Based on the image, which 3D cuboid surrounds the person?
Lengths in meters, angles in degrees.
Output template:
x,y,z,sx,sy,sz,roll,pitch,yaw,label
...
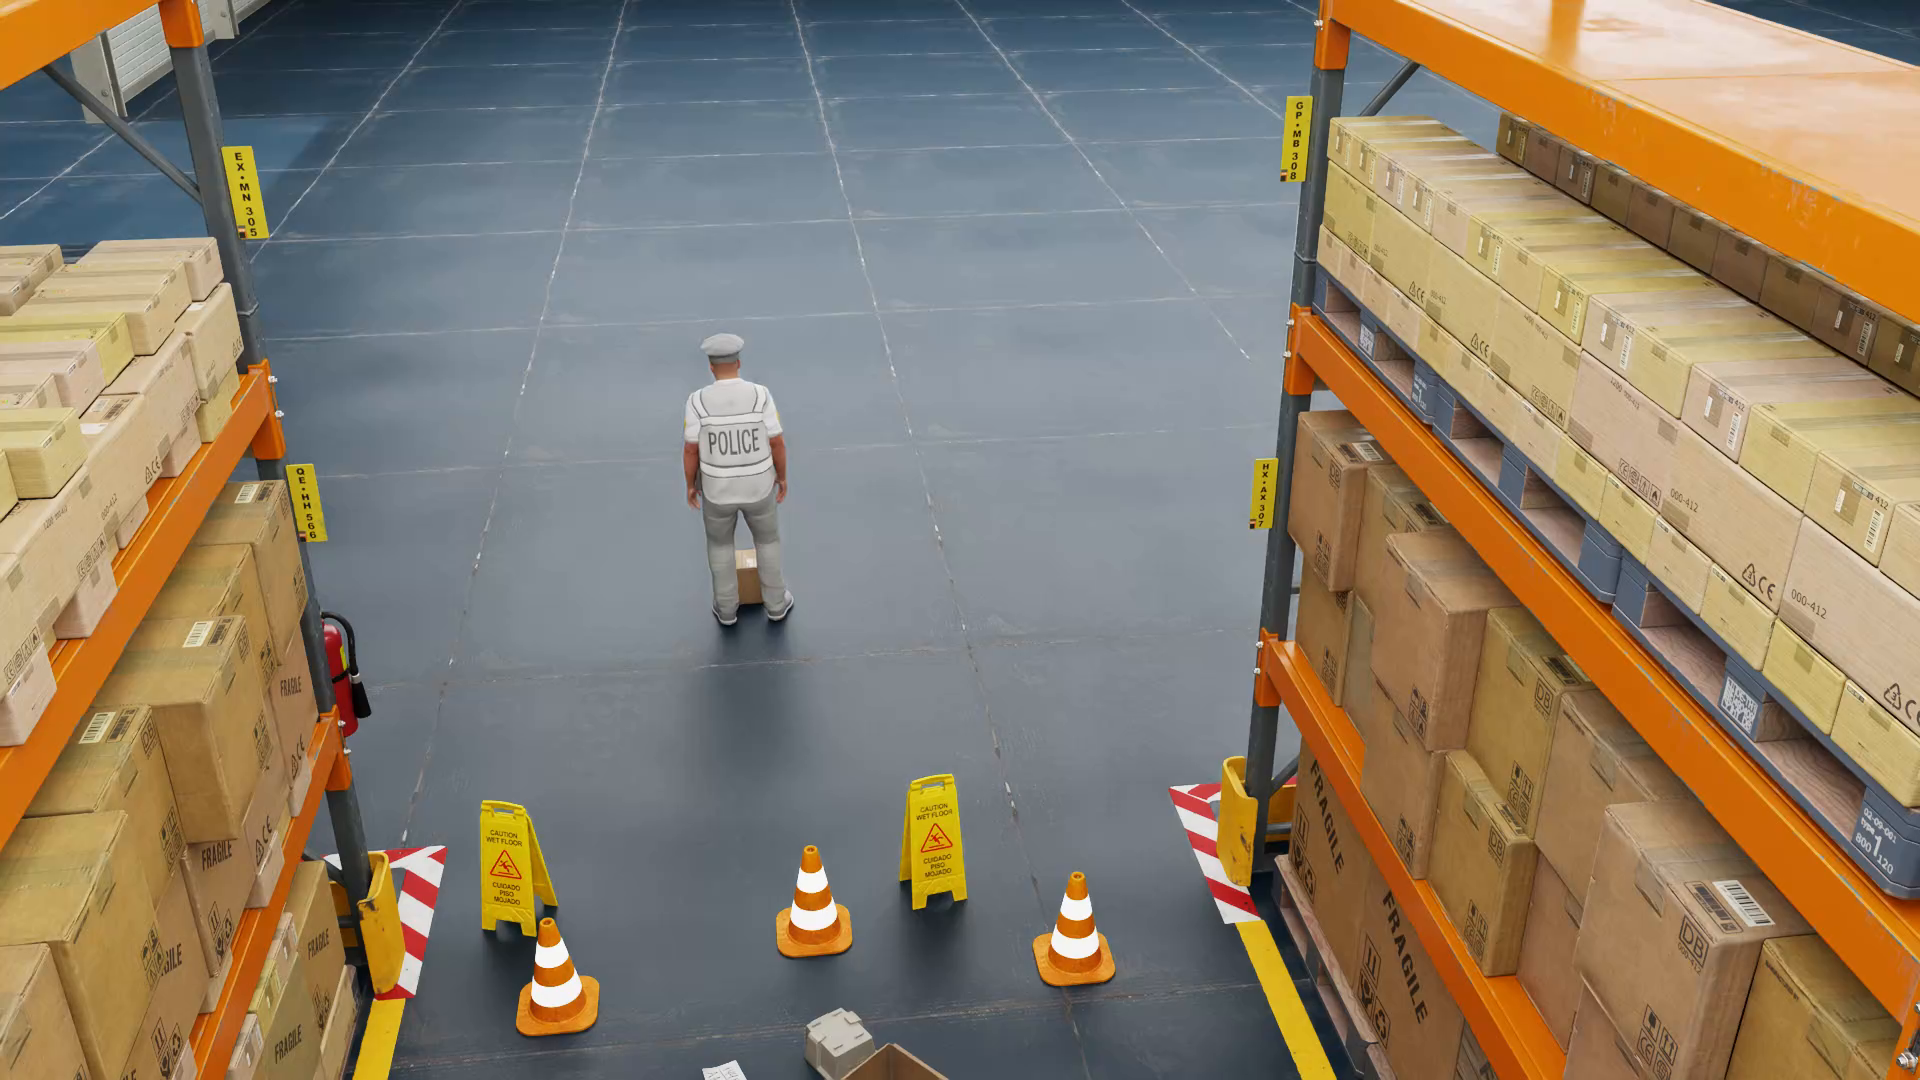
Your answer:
x,y,z,sx,sy,sz,roll,pitch,yaw,label
-1.301,-0.318,9.718,0.595,1.748,0.433,-4,27,-8,person
